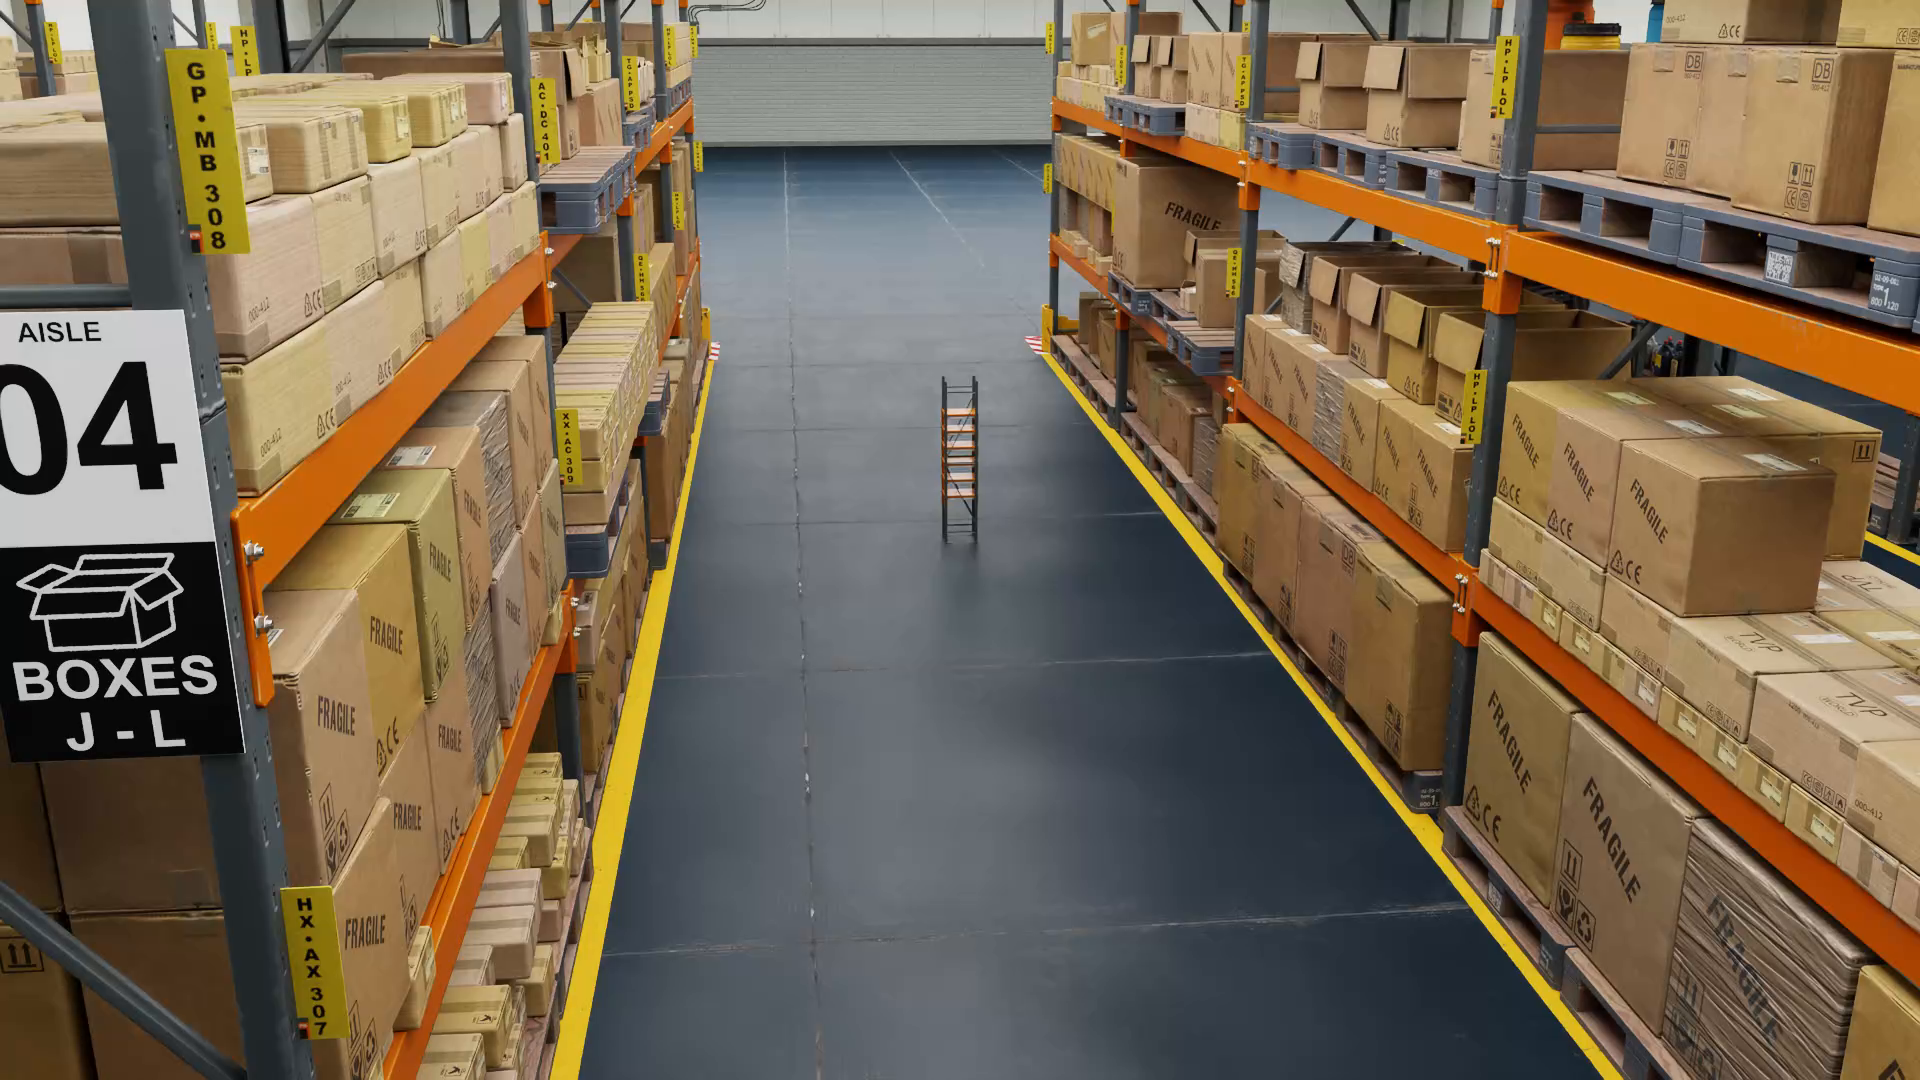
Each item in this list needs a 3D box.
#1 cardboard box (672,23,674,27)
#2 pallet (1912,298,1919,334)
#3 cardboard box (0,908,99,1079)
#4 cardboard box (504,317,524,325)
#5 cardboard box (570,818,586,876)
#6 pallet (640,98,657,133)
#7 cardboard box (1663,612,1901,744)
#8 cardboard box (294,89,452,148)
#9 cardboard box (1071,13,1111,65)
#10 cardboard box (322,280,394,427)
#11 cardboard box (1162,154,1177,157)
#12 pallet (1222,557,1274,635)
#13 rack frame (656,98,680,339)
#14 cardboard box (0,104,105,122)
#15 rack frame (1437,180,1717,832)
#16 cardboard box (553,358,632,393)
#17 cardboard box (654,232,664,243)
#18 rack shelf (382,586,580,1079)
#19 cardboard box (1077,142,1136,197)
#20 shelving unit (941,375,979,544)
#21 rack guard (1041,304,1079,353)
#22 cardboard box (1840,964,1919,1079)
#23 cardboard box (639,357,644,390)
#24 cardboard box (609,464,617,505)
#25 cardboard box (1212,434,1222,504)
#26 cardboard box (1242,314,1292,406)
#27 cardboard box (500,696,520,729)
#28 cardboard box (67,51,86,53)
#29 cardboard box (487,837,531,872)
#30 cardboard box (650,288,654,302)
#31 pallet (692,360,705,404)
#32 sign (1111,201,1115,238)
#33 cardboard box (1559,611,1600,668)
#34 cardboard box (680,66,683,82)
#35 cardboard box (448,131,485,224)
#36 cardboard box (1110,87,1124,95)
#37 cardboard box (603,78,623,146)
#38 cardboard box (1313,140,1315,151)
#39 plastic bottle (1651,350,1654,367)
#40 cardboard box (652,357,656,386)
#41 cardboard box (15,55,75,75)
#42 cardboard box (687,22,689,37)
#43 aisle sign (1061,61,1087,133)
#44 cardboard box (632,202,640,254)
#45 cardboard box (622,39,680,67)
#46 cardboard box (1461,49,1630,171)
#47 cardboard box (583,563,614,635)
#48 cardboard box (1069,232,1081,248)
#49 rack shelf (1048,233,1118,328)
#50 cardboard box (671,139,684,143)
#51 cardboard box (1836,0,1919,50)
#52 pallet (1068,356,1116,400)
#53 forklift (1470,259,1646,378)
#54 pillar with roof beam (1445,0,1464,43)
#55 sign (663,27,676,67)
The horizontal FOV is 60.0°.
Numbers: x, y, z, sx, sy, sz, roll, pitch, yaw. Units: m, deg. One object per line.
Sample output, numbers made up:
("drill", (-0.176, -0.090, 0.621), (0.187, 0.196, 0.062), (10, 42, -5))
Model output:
("cardboard box", (-2.757, -4.550, 14.875), (0.380, 0.149, 0.250), (-2, 18, -6))
("pallet", (3.090, -0.497, 3.894), (1.003, 0.211, 1.213), (-2, 18, -6))
("cardboard box", (-2.069, 0.920, 3.576), (0.500, 0.500, 0.500), (-1, 17, -5))
("cardboard box", (-2.686, -1.216, 9.767), (0.380, 0.149, 0.250), (-2, 18, -6))
("cardboard box", (-1.800, 1.310, 7.056), (0.380, 0.149, 0.250), (-2, 17, -5))
("pallet", (-2.861, -3.408, 13.337), (0.805, 0.209, 1.217), (-2, 18, -8))
("cardboard box", (2.701, 0.448, 5.497), (0.500, 0.250, 0.500), (-2, 18, -6))
("cardboard box", (-1.669, -1.201, 4.736), (0.380, 0.149, 0.250), (-2, 18, -7))
("cardboard box", (1.412, -5.063, 16.792), (0.500, 0.500, 0.500), (-2, 18, -6))
("cardboard box", (-1.609, -0.423, 3.759), (0.500, 0.250, 0.500), (-1, 17, -4))
("cardboard box", (2.146, -3.272, 15.258), (0.500, 0.500, 0.500), (-2, 18, -6))
("pallet", (2.359, 0.296, 10.881), (1.003, 0.211, 1.213), (-2, 18, -6))
("rack frame", (-3.004, -2.340, 14.623), (1.000, 3.000, 0.127), (-2, 18, -6))
("cardboard box", (-2.150, -0.949, 3.933), (0.380, 0.149, 0.250), (-2, 18, -7))
("rack frame", (2.765, -0.080, 7.423), (1.000, 3.000, 0.127), (-2, 18, -6))
("cardboard box", (-1.897, -0.838, 8.562), (0.380, 0.149, 0.250), (-1, 17, -4))
("cardboard box", (-3.054, -2.521, 14.949), (0.875, 0.550, 0.550), (-2, 18, -6))
("rack shelf", (-1.973, 0.983, 5.240), (1.077, 0.370, 4.000), (-2, 18, -6))
("cardboard box", (1.468, -3.702, 16.629), (0.500, 0.500, 0.500), (-2, 18, -6))
("shelving unit", (-0.001, -0.577, 12.011), (0.258, 1.200, 0.189), (-2, 18, -6))
("rack guard", (1.535, -2.440, 19.113), (1.175, 0.500, 0.348), (-2, 18, -6))
("cardboard box", (3.032, 1.737, 4.482), (0.875, 0.875, 0.875), (-2, 18, -6))
("cardboard box", (-1.980, -0.931, 9.356), (0.380, 0.149, 0.250), (-2, 18, -6))
("cardboard box", (-1.797, -0.251, 7.687), (0.380, 0.149, 0.250), (-2, 17, -5))
("cardboard box", (2.263, -0.488, 12.161), (0.700, 0.500, 0.500), (-3, 18, -9))
("cardboard box", (2.132, -1.166, 10.716), (0.500, 0.500, 0.500), (-1, 17, -4))
("cardboard box", (-1.754, 0.554, 5.825), (0.380, 0.149, 0.250), (-3, 18, -8))
("cardboard box", (-8.371, -4.474, 15.500), (0.380, 0.149, 0.250), (-1, 17, -4))
("cardboard box", (-1.836, 1.246, 6.266), (0.380, 0.149, 0.250), (-1, 17, -4))
("cardboard box", (-2.425, -1.489, 11.746), (0.500, 0.500, 0.500), (-2, 18, -6))
("pallet", (-3.134, -1.603, 16.930), (1.003, 0.211, 1.213), (-2, 18, -6))
("sign", (1.401, -2.857, 14.824), (0.100, 0.325, 0.005), (-2, 18, -6))
("cardboard box", (2.548, 0.374, 6.398), (0.380, 0.149, 0.250), (-2, 18, -7))
("cardboard box", (-2.861, -4.471, 15.955), (0.380, 0.149, 0.250), (-2, 17, -5))
("cardboard box", (-1.778, -1.114, 5.127), (0.500, 0.250, 0.500), (-1, 17, -3))
("cardboard box", (1.633, -3.950, 14.995), (0.500, 0.250, 0.500), (-1, 17, -4))
("cardboard box", (-2.280, -2.465, 9.845), (0.500, 0.500, 0.500), (-2, 18, -6))
("cardboard box", (2.557, -2.779, 11.263), (0.500, 0.250, 0.500), (-1, 17, -5))
("plastic bottle", (7.170, -1.885, 17.112), (0.097, 0.201, 0.097), (0, 17, 0))
("cardboard box", (-2.060, -1.022, 10.143), (0.380, 0.149, 0.250), (-2, 18, -6))
("cardboard box", (-7.625, -3.953, 13.840), (0.380, 0.149, 0.250), (-2, 18, -7))
("cardboard box", (-3.020, -5.307, 17.286), (0.380, 0.149, 0.250), (-2, 18, -5))
("aisle sign", (1.222, -4.904, 18.451), (0.394, 0.787, 0.004), (-2, 18, -6))
("cardboard box", (-2.790, -2.263, 12.540), (0.700, 0.500, 0.500), (-2, 18, -6))
("cardboard box", (-2.882, -4.544, 15.522), (0.500, 0.250, 0.500), (-2, 18, -6))
("cardboard box", (2.695, -1.931, 7.445), (0.700, 0.500, 0.500), (-1, 17, -4))
("cardboard box", (-2.050, 0.291, 8.462), (0.500, 0.250, 0.500), (-1, 17, -4))
("cardboard box", (1.383, -3.219, 17.841), (0.380, 0.149, 0.250), (-2, 18, -6))
("rack shelf", (1.733, -2.716, 17.021), (1.077, 0.370, 4.000), (-2, 18, -6))
("cardboard box", (-3.417, -4.007, 17.878), (0.875, 0.550, 0.550), (-2, 18, -6))
("cardboard box", (2.979, -1.575, 4.890), (0.500, 0.250, 0.500), (-2, 18, -7))
("pallet", (1.706, -1.696, 17.227), (1.003, 0.211, 1.213), (-2, 18, -6))
("forklift", (4.816, -1.805, 13.032), (1.130, 2.935, 3.031), (-13, 22, -36))
("pillar with roof beam", (9.864, -15.599, 46.842), (9.100, 9.000, 0.400), (-2, 18, -6))
("sign", (-2.466, -4.188, 14.111), (0.100, 0.325, 0.005), (-2, 18, -6))
